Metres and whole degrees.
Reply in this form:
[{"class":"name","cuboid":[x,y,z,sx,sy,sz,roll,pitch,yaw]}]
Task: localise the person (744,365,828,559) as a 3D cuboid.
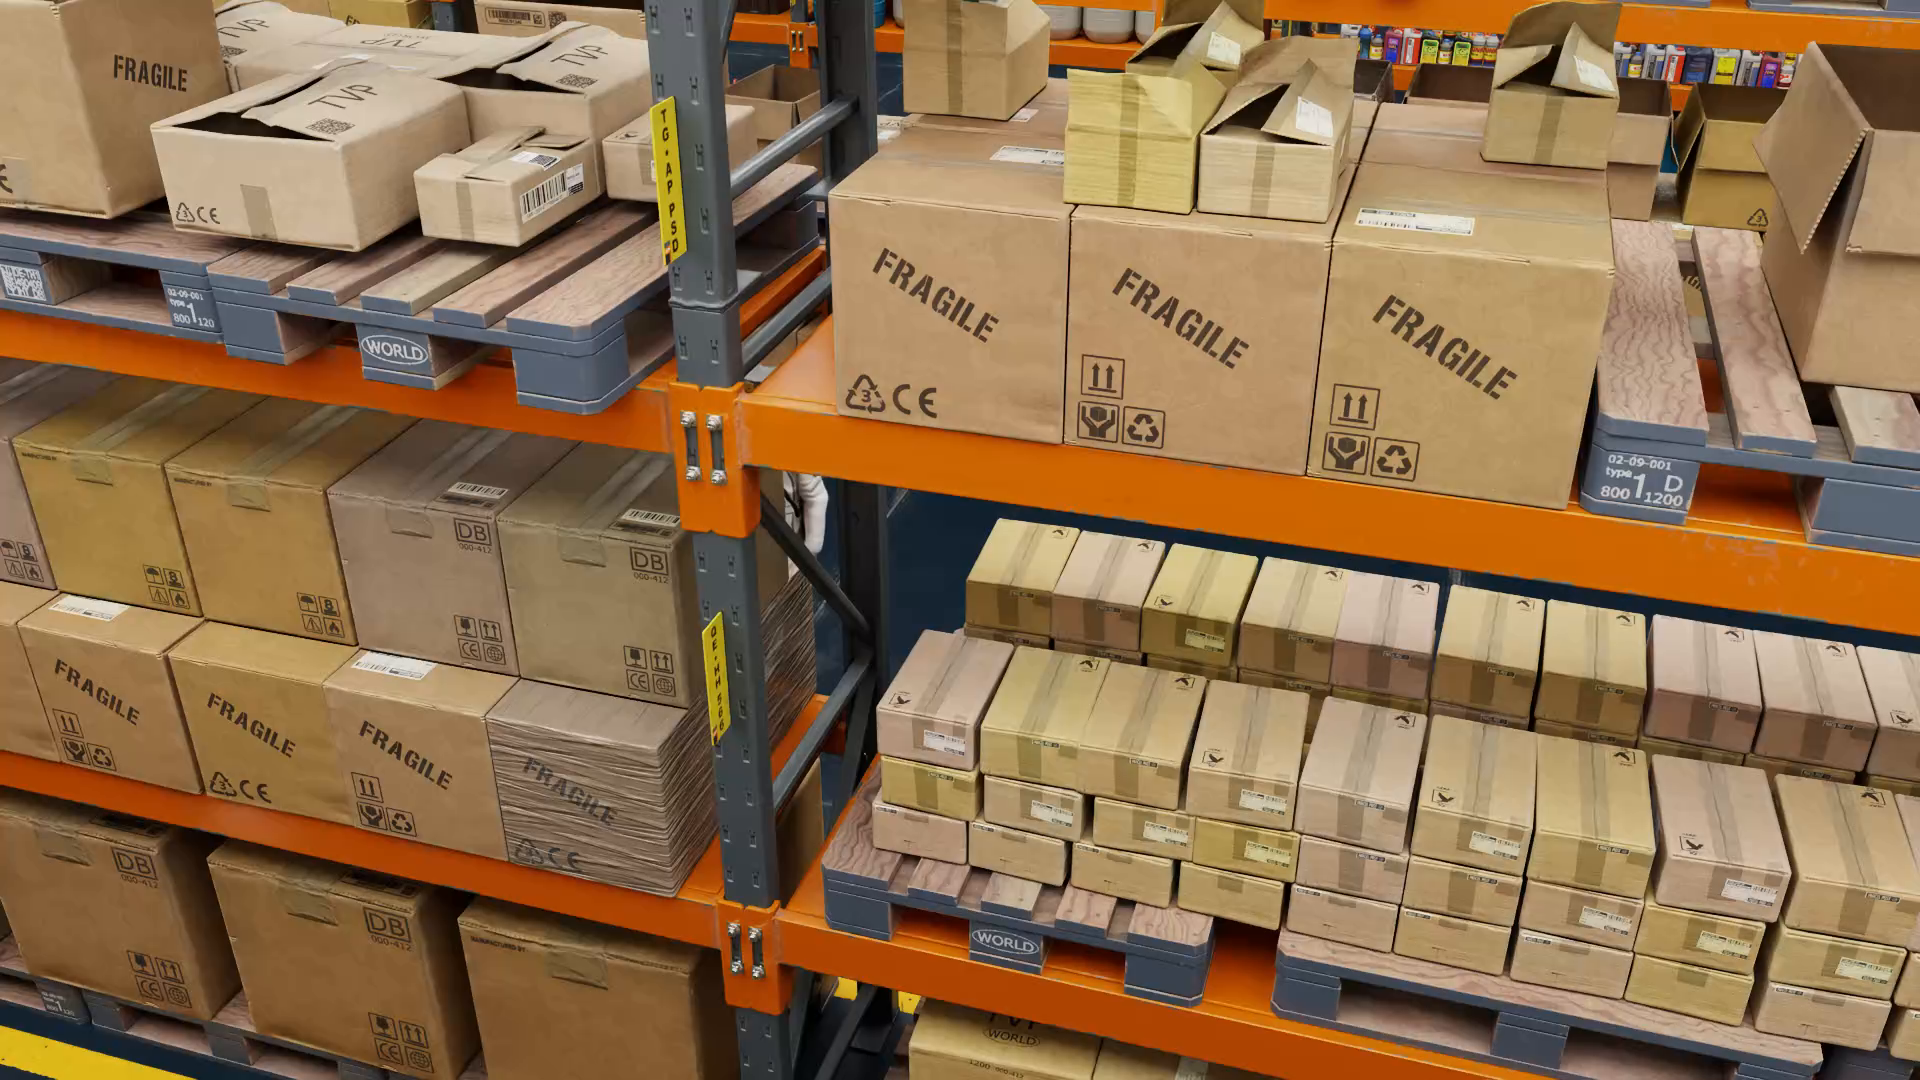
[{"class":"person","cuboid":[-0.822,0.029,7.070,0.513,1.665,0.412,8,30,13]}]
